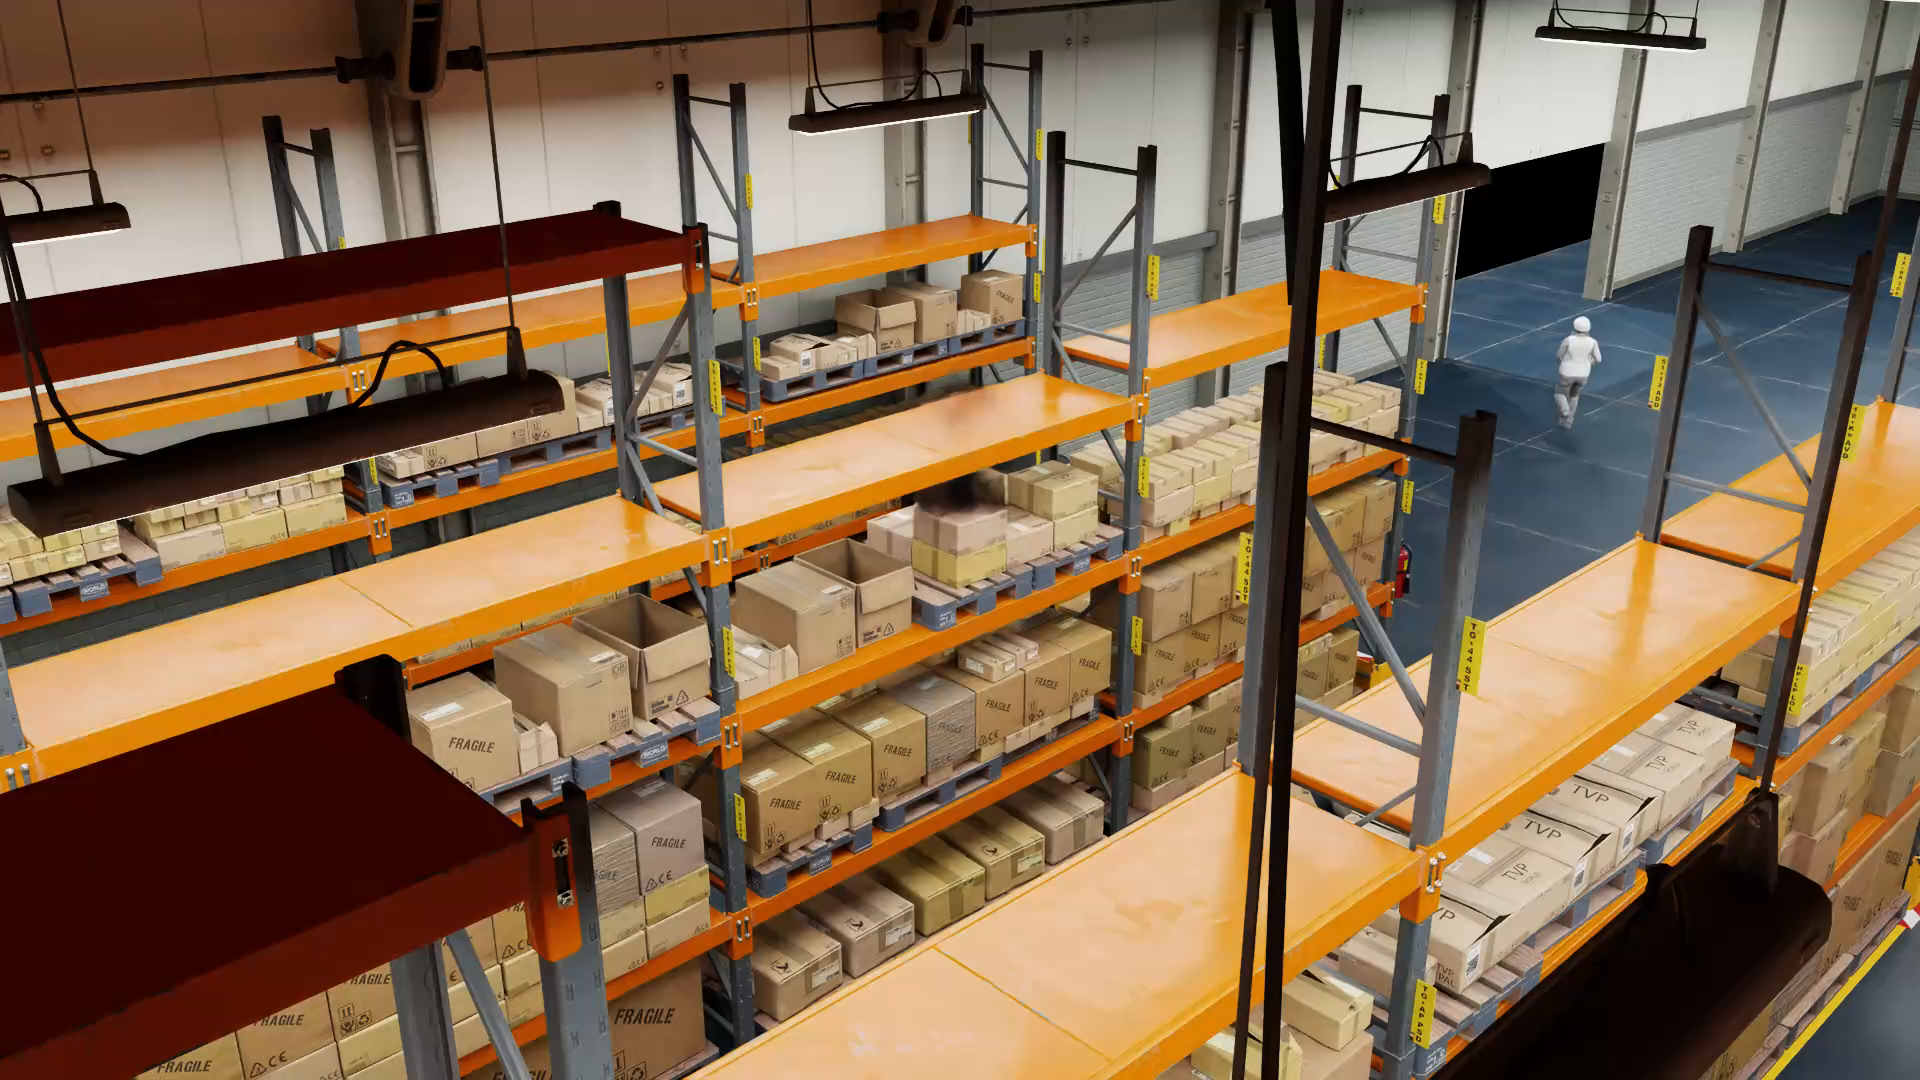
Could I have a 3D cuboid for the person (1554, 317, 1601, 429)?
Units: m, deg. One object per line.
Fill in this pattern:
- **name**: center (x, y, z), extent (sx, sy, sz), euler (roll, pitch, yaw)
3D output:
- **person**: center (9.083, -2.466, 24.567), extent (0.657, 1.721, 0.612), euler (3, 23, 7)
